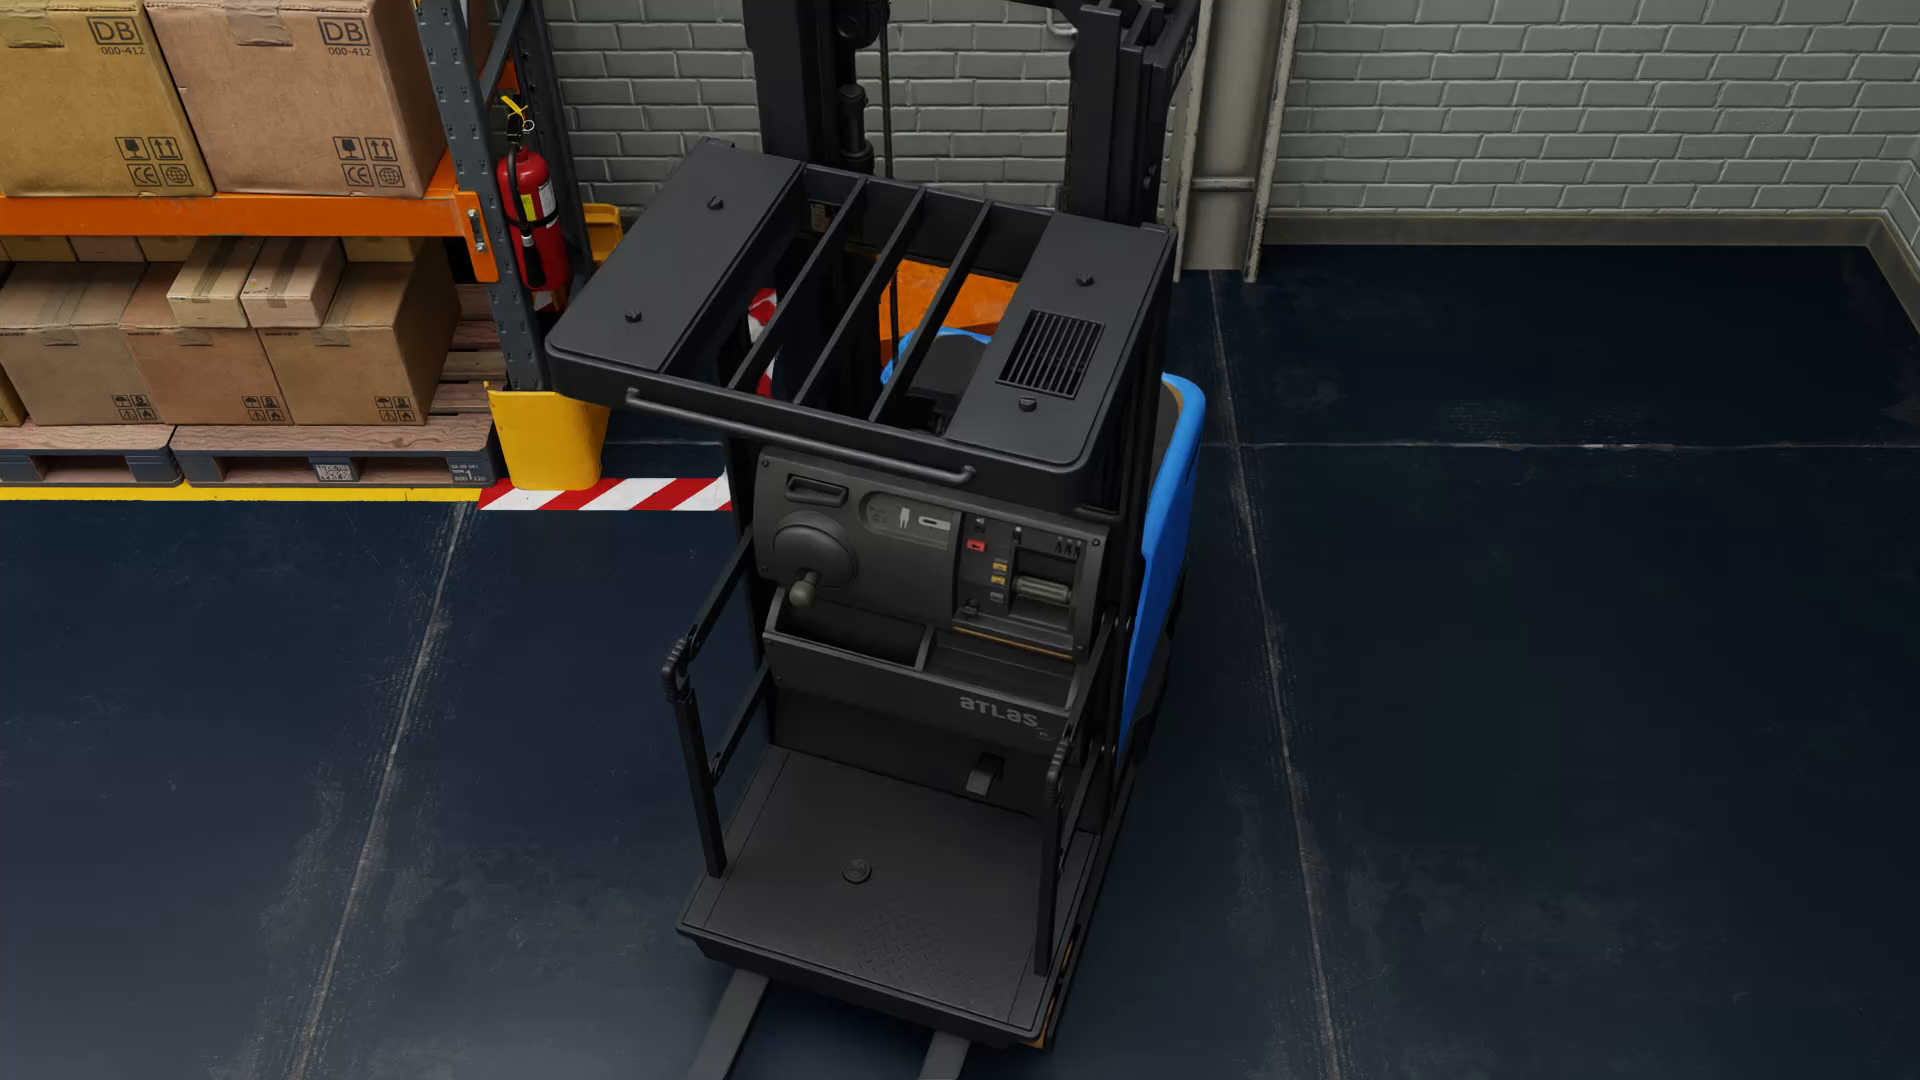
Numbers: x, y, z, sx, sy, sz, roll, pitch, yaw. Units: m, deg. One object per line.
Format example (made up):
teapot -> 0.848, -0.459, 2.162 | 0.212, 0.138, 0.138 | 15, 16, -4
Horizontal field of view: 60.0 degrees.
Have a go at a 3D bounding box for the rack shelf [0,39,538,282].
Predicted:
rack shelf -> -3.597, -1.402, 5.997 | 4.000, 0.370, 1.077 | 0, 47, 0

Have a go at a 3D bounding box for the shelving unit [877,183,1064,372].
shelving unit -> -0.079, -0.612, 6.051 | 1.048, 1.125, 0.538 | -10, 48, -10

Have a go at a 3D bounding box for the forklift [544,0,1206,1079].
forklift -> -0.156, 0.141, 4.116 | 1.130, 2.935, 3.031 | 14, 49, 12

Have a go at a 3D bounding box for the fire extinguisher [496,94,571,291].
fire extinguisher -> -1.448, -1.150, 5.579 | 0.183, 0.674, 0.296 | 0, 47, 0

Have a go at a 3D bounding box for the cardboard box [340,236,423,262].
cardboard box -> -2.172, -1.229, 6.323 | 0.250, 0.149, 0.380 | 0, 47, 0

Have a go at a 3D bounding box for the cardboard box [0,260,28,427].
cardboard box -> -3.834, -0.860, 6.422 | 0.500, 0.500, 0.700 | 1, 47, 1

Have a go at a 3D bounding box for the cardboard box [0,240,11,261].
cardboard box -> -3.693, -1.232, 6.325 | 0.250, 0.149, 0.380 | -1, 47, -1

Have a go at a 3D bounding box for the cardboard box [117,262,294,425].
cardboard box -> -2.798, -0.863, 6.425 | 0.500, 0.500, 0.700 | 0, 47, 0

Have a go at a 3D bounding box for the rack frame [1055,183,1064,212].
rack frame -> 0.414, -0.702, 6.135 | 0.032, 1.125, 0.500 | -10, 48, -10

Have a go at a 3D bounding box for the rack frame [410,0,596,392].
rack frame -> -1.597, -1.642, 5.729 | 0.127, 3.000, 1.000 | 0, 47, 0

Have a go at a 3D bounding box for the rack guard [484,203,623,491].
rack guard -> -1.573, -0.790, 6.644 | 0.348, 0.500, 1.175 | 0, 47, 0

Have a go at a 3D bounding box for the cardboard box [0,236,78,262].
cardboard box -> -3.440, -1.231, 6.325 | 0.250, 0.149, 0.380 | 1, 47, 1

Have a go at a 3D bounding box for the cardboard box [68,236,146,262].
cardboard box -> -3.183, -1.231, 6.324 | 0.250, 0.149, 0.380 | 1, 47, 1

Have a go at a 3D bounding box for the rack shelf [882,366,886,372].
rack shelf -> -0.079, -0.445, 6.230 | 1.000, 0.278, 0.538 | -10, 48, -10

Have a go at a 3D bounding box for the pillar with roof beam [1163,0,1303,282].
pillar with roof beam -> 1.090, -1.161, 1.183 | 0.400, 9.000, 9.100 | 0, 47, 0

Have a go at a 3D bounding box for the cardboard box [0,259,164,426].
cardboard box -> -3.301, -0.864, 6.426 | 0.500, 0.500, 0.700 | -1, 47, -1

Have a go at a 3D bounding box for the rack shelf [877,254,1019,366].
rack shelf -> -0.079, -0.811, 5.837 | 1.000, 0.278, 0.538 | -10, 48, -10

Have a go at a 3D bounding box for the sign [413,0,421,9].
sign -> -1.613, -1.720, 4.849 | 0.005, 0.325, 0.100 | 0, 47, 0

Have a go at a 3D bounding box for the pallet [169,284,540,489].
pallet -> -2.397, -0.637, 6.699 | 1.213, 0.211, 1.003 | 0, 47, 0

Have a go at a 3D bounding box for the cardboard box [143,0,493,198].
cardboard box -> -2.107, -1.738, 5.614 | 0.700, 0.700, 0.980 | 2, 47, 2

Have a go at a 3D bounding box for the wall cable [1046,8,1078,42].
wall cable -> -0.313, -2.677, 5.998 | 1.851, 1.984, 0.084 | 0, 47, 0

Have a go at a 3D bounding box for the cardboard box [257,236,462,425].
cardboard box -> -2.298, -0.862, 6.424 | 0.500, 0.500, 0.700 | 0, 47, 0

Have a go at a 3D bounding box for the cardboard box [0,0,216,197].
cardboard box -> -2.835, -1.732, 5.608 | 0.700, 0.700, 0.980 | 0, 47, 0

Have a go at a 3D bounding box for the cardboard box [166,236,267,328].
cardboard box -> -2.682, -0.950, 6.063 | 0.250, 0.149, 0.380 | 1, 47, 1

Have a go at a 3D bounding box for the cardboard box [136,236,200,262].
cardboard box -> -2.929, -1.231, 6.324 | 0.250, 0.149, 0.380 | 1, 47, 0

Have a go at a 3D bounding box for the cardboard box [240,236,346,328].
cardboard box -> -2.427, -0.950, 6.063 | 0.250, 0.149, 0.380 | 0, 47, 0

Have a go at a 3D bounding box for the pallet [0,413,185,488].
pallet -> -3.614, -0.642, 6.704 | 1.213, 0.211, 1.003 | 0, 47, 0
